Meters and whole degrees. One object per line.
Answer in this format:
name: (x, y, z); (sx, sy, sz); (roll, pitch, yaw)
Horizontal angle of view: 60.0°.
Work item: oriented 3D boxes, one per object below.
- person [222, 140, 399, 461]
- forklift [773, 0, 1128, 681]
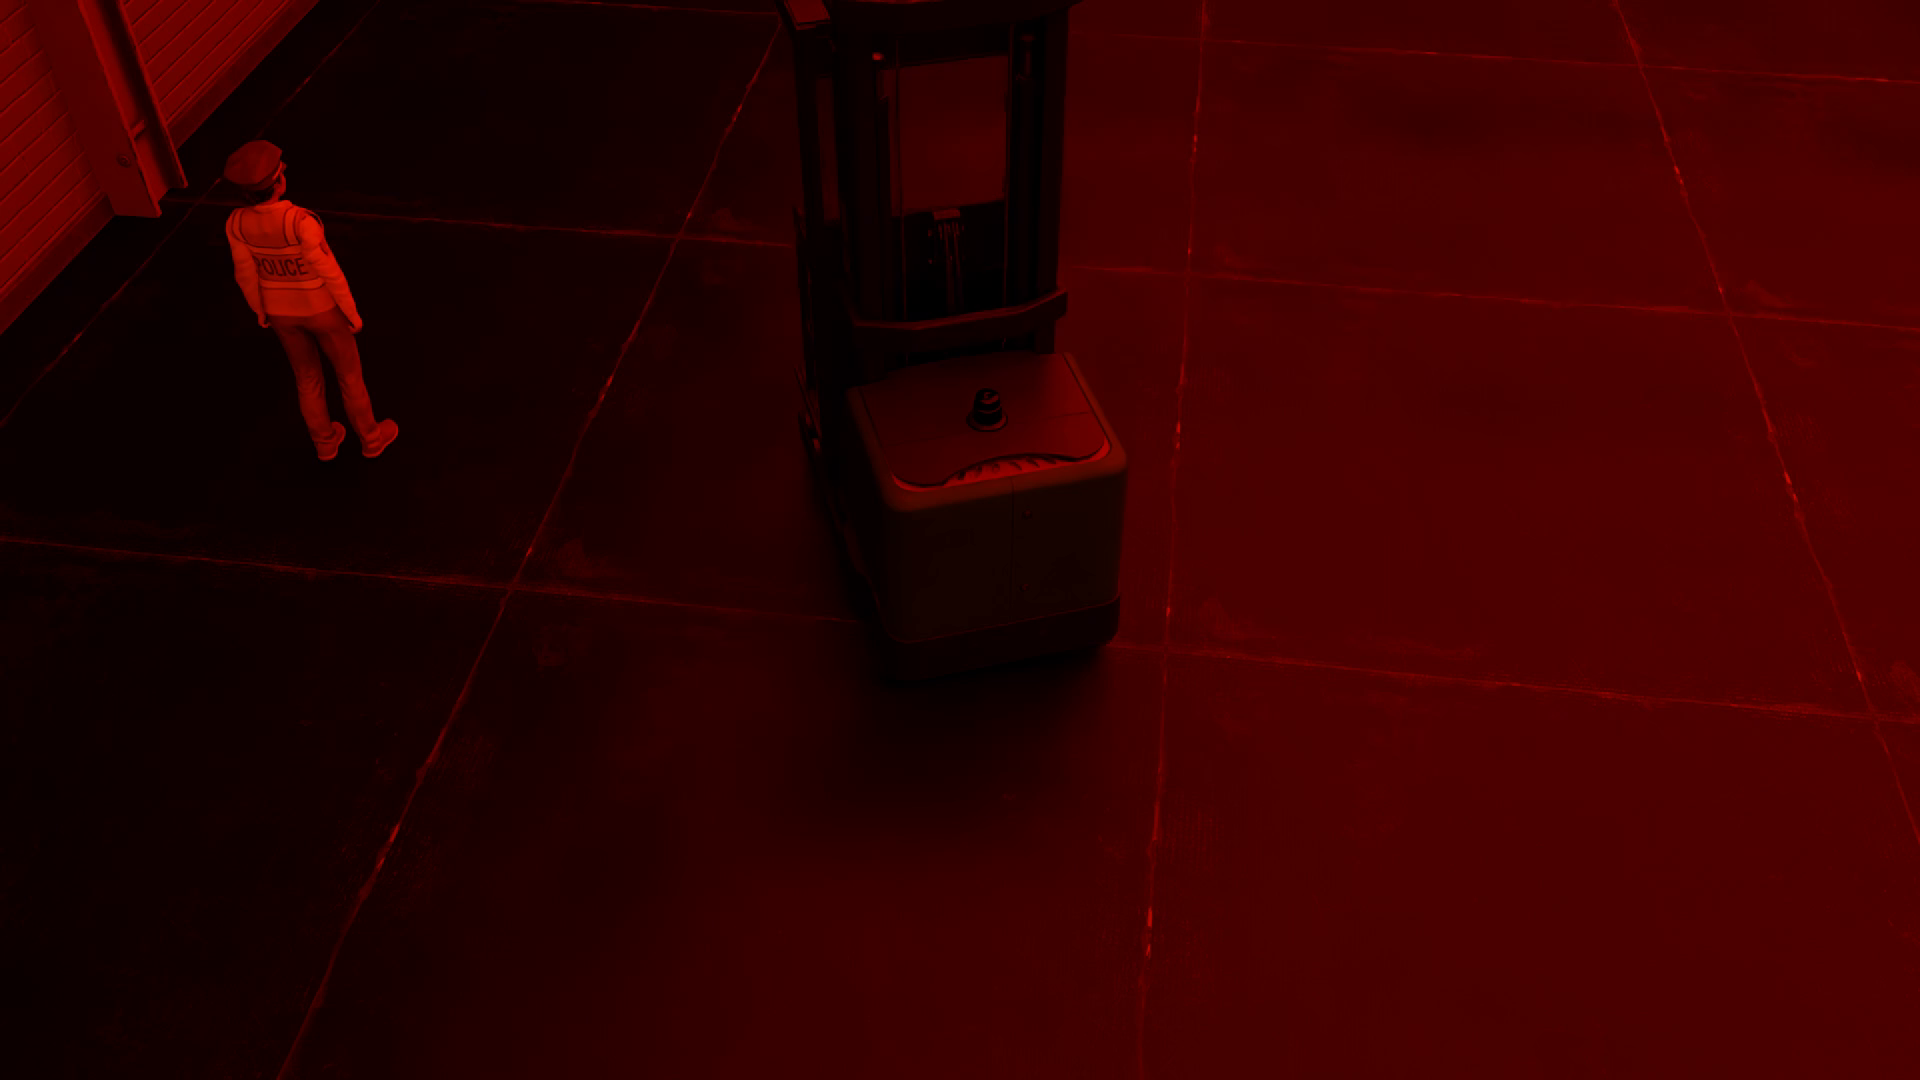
person: (-3.079, -1.100, 7.846); (0.504, 1.688, 0.341); (2, 43, 2)
forklift: (-0.185, -1.486, 7.342); (1.130, 2.935, 3.031); (-11, 44, -11)
